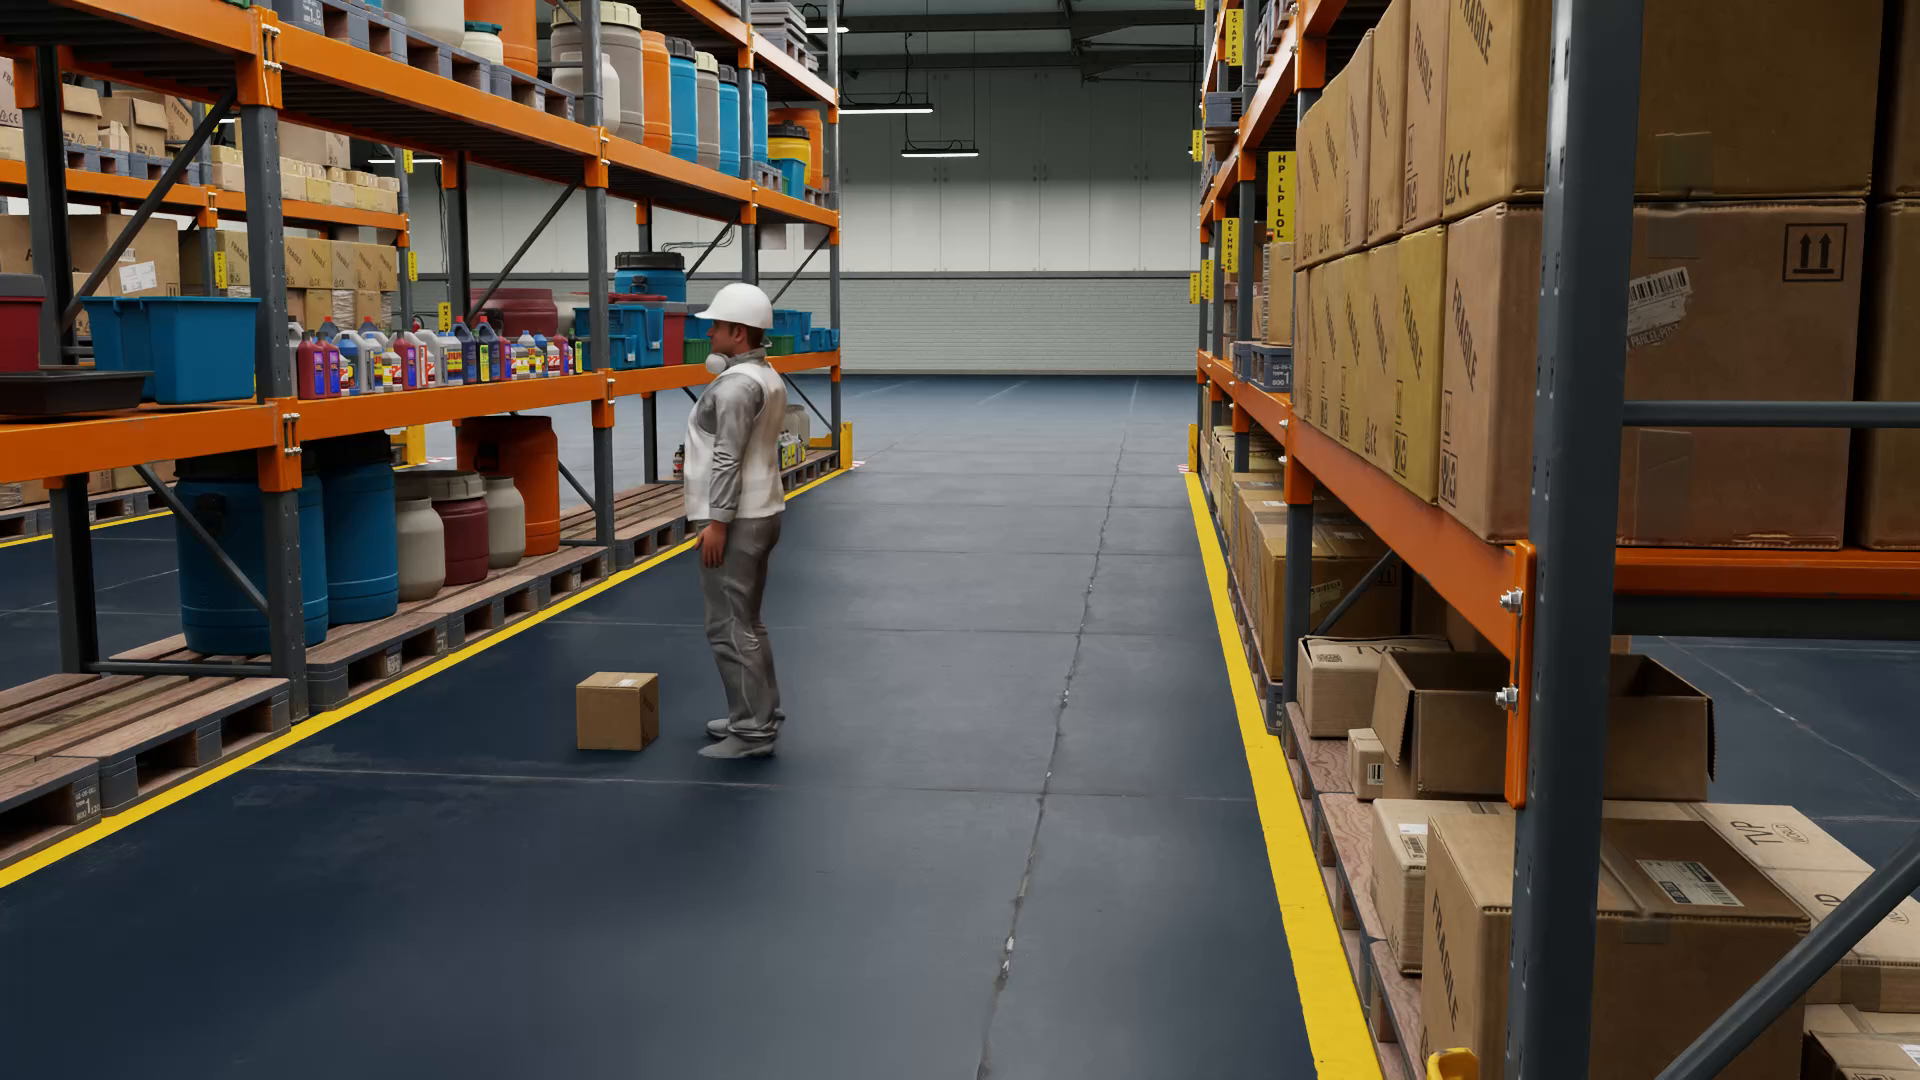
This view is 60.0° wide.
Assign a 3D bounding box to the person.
[{"bbox_3d":[-0.852,0.008,6.328,0.358,1.472,0.447,1,8,8],"label":"person"}]
